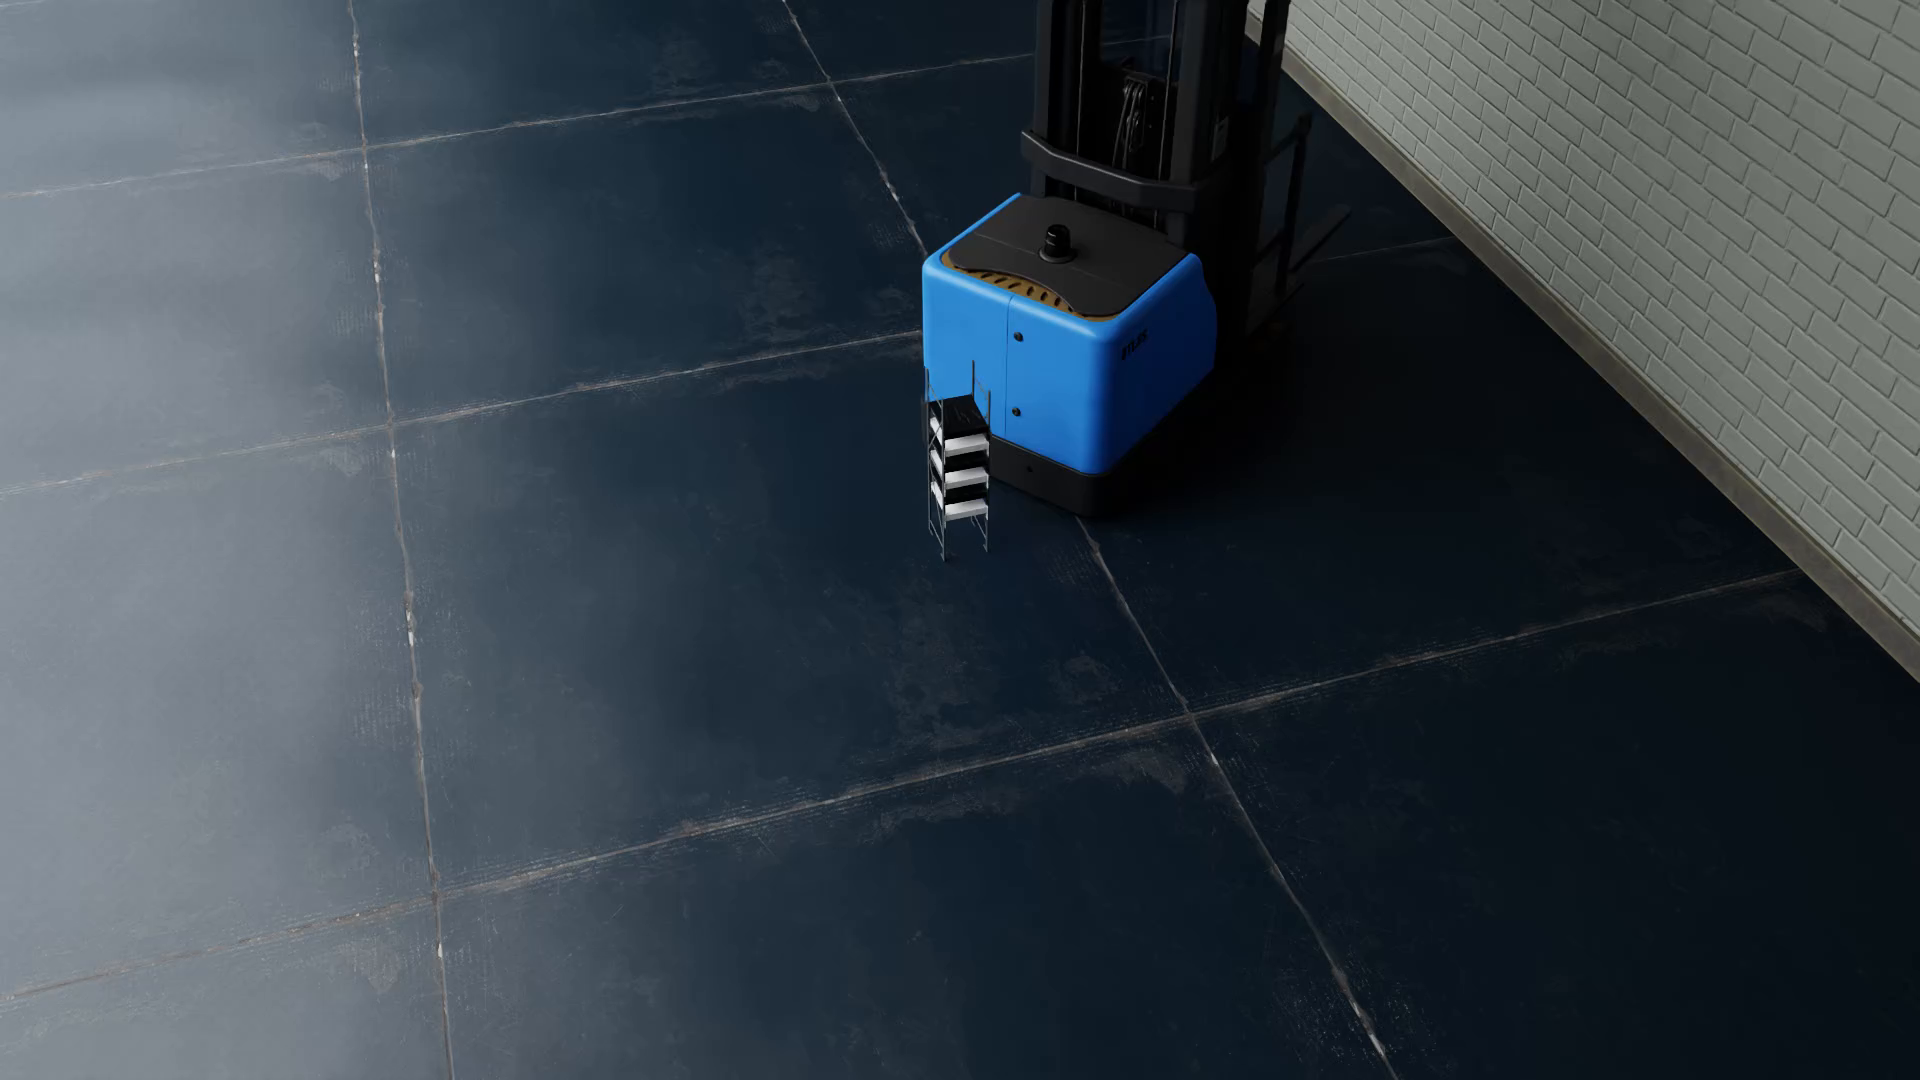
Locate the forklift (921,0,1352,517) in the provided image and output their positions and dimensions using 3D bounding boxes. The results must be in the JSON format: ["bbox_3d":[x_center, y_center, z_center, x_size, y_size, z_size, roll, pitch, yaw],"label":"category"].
[{"bbox_3d":[1.076,-2.139,7.820,1.130,2.935,3.031,25,47,26],"label":"forklift"}]

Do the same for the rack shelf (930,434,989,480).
[{"bbox_3d":[-0.008,-0.380,7.264,0.200,0.077,0.258,-12,42,-13],"label":"rack shelf"}]

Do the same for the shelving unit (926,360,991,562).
[{"bbox_3d":[-0.008,-0.337,7.302,0.210,0.900,0.258,-12,42,-13],"label":"shelving unit"}]

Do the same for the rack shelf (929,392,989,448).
[{"bbox_3d":[-0.008,-0.516,7.146,0.200,0.077,0.258,-12,42,-13],"label":"rack shelf"}]

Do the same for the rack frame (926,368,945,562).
[{"bbox_3d":[-0.105,-0.317,7.279,0.006,0.900,0.240,-12,42,-13],"label":"rack frame"}]

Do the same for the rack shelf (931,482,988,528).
[{"bbox_3d":[-0.008,-0.177,7.442,0.200,0.077,0.258,-12,42,-13],"label":"rack shelf"}]

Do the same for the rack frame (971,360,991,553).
[{"bbox_3d":[0.089,-0.357,7.325,0.006,0.900,0.240,-12,42,-13],"label":"rack frame"}]

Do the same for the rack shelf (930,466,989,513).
[{"bbox_3d":[-0.008,-0.244,7.383,0.200,0.077,0.258,-12,42,-13],"label":"rack shelf"}]

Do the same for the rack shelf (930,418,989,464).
[{"bbox_3d":[-0.008,-0.448,7.205,0.200,0.077,0.258,-12,42,-13],"label":"rack shelf"}]

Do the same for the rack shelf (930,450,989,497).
[{"bbox_3d":[-0.008,-0.312,7.324,0.200,0.077,0.258,-12,42,-13],"label":"rack shelf"}]
